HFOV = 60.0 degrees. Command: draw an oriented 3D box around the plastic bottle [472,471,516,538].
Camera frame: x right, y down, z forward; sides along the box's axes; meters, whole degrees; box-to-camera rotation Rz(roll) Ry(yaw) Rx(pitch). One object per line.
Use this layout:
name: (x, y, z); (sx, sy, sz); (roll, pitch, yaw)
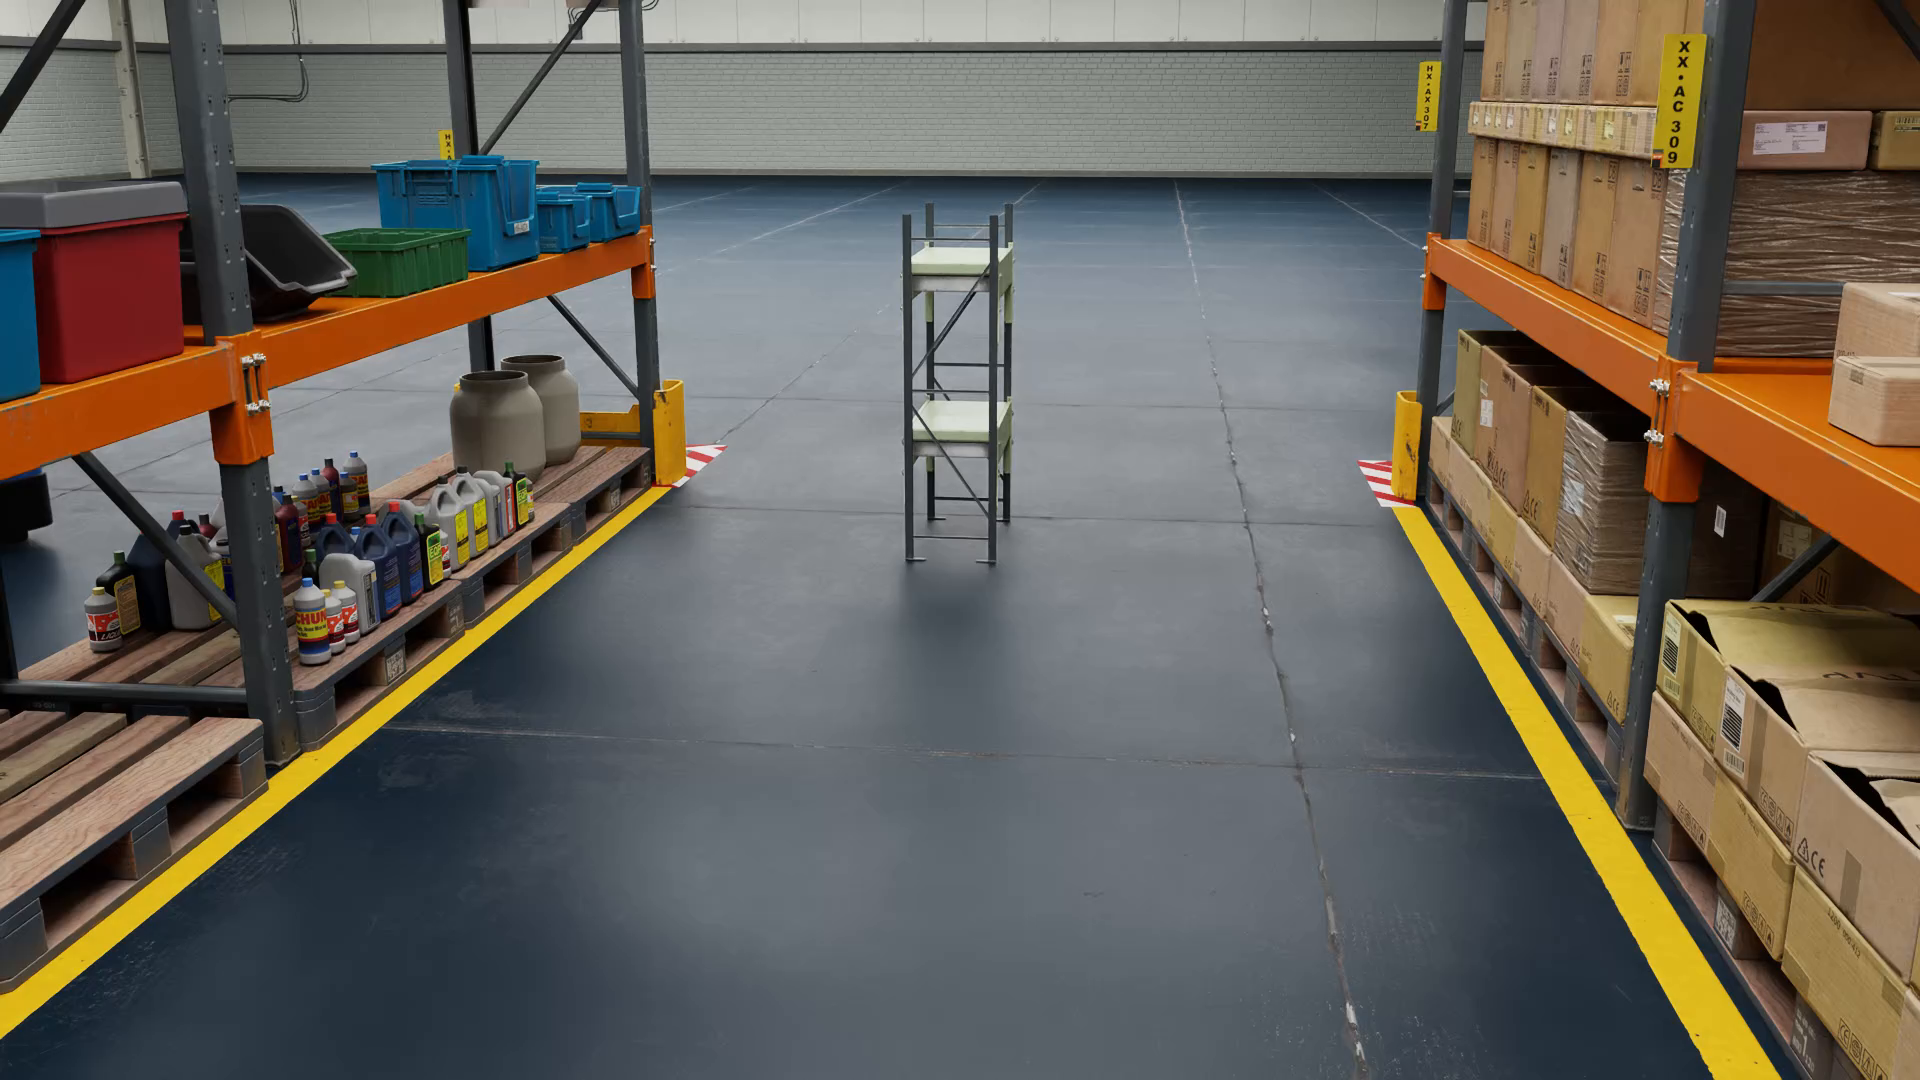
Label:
plastic bottle: (-1.936, -0.160, 6.883); (0.152, 0.276, 0.135); (2, 15, 7)

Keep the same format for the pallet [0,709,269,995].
pallet: (-2.610, 0.772, 4.403); (1.003, 0.211, 1.213); (2, 15, 6)

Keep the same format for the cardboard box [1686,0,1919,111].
cardboard box: (2.405, -1.422, 4.497); (0.700, 0.500, 0.500); (2, 15, 7)

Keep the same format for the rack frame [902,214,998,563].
rack frame: (-0.041, -0.631, 7.122); (0.400, 1.500, 0.023); (2, 15, 6)

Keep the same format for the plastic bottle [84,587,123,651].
plastic bottle: (-2.829, 0.256, 5.486); (0.097, 0.201, 0.097); (0, 15, 0)

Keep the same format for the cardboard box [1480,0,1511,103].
cardboard box: (2.741, -2.210, 7.410); (0.700, 0.500, 0.500); (2, 15, 6)

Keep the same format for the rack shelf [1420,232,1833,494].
rack shelf: (2.587, -0.804, 6.266); (1.077, 0.370, 4.000); (2, 15, 6)

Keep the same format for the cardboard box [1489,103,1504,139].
cardboard box: (2.498, -1.802, 7.147); (0.380, 0.149, 0.250); (2, 15, 6)

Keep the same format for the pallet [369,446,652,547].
pallet: (-2.167, -0.239, 8.140); (1.003, 0.211, 1.213); (2, 15, 6)

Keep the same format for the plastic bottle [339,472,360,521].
plastic bottle: (-2.634, -0.190, 7.137); (0.097, 0.201, 0.097); (0, 15, 0)

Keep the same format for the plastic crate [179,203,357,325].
plastic crate: (-2.374, -0.881, 5.293); (0.767, 0.338, 0.504); (2, 15, 6)

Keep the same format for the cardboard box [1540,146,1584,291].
cardboard box: (2.575, -1.196, 6.145); (0.700, 0.500, 0.500); (2, 15, 8)

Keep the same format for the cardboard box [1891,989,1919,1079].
cardboard box: (1.897, 0.989, 2.722); (0.500, 0.250, 0.500); (2, 15, 7)

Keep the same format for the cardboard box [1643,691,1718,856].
cardboard box: (2.070, 0.590, 4.197); (0.500, 0.250, 0.500); (1, 15, 5)

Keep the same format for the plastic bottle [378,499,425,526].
plastic bottle: (-2.137, -0.031, 6.404); (0.152, 0.276, 0.135); (2, 15, 6)

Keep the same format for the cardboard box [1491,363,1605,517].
cardboard box: (2.359, -0.385, 6.368); (0.500, 0.500, 0.500); (2, 15, 6)

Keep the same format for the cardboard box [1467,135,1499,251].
cardboard box: (2.747, -1.597, 7.631); (0.700, 0.500, 0.500); (2, 15, 6)

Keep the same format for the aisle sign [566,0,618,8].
aisle sign: (-1.805, -3.081, 8.330); (0.394, 0.787, 0.004); (2, 15, 6)

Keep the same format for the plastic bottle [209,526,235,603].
plastic bottle: (-2.602, 0.096, 5.936); (0.152, 0.276, 0.135); (2, 15, 6)

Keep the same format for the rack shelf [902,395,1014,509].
rack shelf: (0.001, -0.411, 7.558); (0.431, 0.370, 0.720); (2, 15, 6)

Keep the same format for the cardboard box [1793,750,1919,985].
cardboard box: (1.948, 0.586, 3.139); (0.500, 0.311, 0.500); (1, 15, 4)

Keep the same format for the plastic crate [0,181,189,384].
plastic crate: (-2.310, -0.675, 4.290); (0.402, 0.464, 0.583); (2, 15, 6)

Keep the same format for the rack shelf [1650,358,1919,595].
rack shelf: (2.136, 0.234, 2.429); (1.077, 0.370, 4.000); (2, 15, 6)

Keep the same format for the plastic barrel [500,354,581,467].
plastic barrel: (-2.107, -0.645, 8.263); (0.421, 0.512, 0.421); (0, 15, 0)

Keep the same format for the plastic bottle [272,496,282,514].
plastic bottle: (-2.693, -0.028, 6.393); (0.152, 0.276, 0.135); (2, 15, 7)

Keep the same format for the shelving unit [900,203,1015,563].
shelving unit: (0.001, -0.726, 7.473); (0.431, 1.500, 0.755); (2, 15, 6)

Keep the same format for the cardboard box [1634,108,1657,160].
cardboard box: (2.236, -1.202, 4.928); (0.380, 0.149, 0.250); (1, 15, 5)

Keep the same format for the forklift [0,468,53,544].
forklift: (-5.251, -1.125, 6.207); (1.130, 2.935, 3.031); (7, 17, 23)

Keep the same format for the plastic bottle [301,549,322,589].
plastic bottle: (-2.185, 0.163, 5.676); (0.061, 0.283, 0.133); (2, 15, 6)

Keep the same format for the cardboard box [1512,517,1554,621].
cardboard box: (2.305, 0.106, 5.986); (0.500, 0.250, 0.500); (2, 15, 6)

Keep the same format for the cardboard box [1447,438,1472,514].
cardboard box: (2.478, -0.283, 7.424); (0.500, 0.250, 0.500); (2, 15, 6)

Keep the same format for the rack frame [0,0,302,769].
rack frame: (-2.560, -0.779, 4.796); (1.000, 3.000, 0.127); (2, 15, 6)

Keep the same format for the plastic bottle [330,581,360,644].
plastic bottle: (-2.065, 0.237, 5.557); (0.097, 0.201, 0.097); (0, 15, 0)

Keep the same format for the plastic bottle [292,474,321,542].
plastic bottle: (-2.673, -0.136, 6.802); (0.097, 0.271, 0.097); (0, 15, 0)

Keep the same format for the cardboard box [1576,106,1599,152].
cardboard box: (2.324, -1.400, 5.657); (0.380, 0.149, 0.250); (2, 15, 8)

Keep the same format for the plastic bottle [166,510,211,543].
plastic bottle: (-2.752, 0.062, 5.918); (0.144, 0.351, 0.185); (1, 15, 3)

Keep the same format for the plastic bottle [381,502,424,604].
plastic bottle: (-2.035, 0.041, 5.995); (0.144, 0.351, 0.185); (1, 15, 4)

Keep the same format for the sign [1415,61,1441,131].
sign: (2.262, -2.144, 8.033); (0.100, 0.325, 0.005); (2, 15, 6)

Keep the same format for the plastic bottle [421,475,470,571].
plastic bottle: (-1.987, -0.069, 6.403); (0.144, 0.351, 0.185); (2, 15, 6)

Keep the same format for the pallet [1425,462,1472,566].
pallet: (2.768, -0.124, 7.716); (1.003, 0.211, 1.213); (2, 15, 6)

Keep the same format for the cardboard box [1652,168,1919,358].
cardboard box: (2.405, -0.796, 4.667); (0.700, 0.500, 0.500); (1, 15, 5)

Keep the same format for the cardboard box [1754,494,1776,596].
cardboard box: (2.773, -0.110, 5.351); (0.500, 0.500, 0.500); (2, 15, 6)

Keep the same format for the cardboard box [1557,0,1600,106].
cardboard box: (2.575, -1.812, 5.941); (0.700, 0.500, 0.500); (2, 15, 6)

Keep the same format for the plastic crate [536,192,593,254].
plastic crate: (-1.947, -1.438, 7.518); (0.499, 0.251, 0.408); (2, 15, 6)

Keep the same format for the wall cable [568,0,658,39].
wall cable: (-8.321, -15.005, 39.400); (2.305, 6.003, 0.169); (2, 15, 6)

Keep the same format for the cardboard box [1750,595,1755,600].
cardboard box: (2.777, 0.252, 5.448); (0.500, 0.250, 0.500); (2, 15, 6)

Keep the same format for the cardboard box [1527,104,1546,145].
cardboard box: (2.411, -1.601, 6.404); (0.380, 0.149, 0.250); (2, 15, 6)
